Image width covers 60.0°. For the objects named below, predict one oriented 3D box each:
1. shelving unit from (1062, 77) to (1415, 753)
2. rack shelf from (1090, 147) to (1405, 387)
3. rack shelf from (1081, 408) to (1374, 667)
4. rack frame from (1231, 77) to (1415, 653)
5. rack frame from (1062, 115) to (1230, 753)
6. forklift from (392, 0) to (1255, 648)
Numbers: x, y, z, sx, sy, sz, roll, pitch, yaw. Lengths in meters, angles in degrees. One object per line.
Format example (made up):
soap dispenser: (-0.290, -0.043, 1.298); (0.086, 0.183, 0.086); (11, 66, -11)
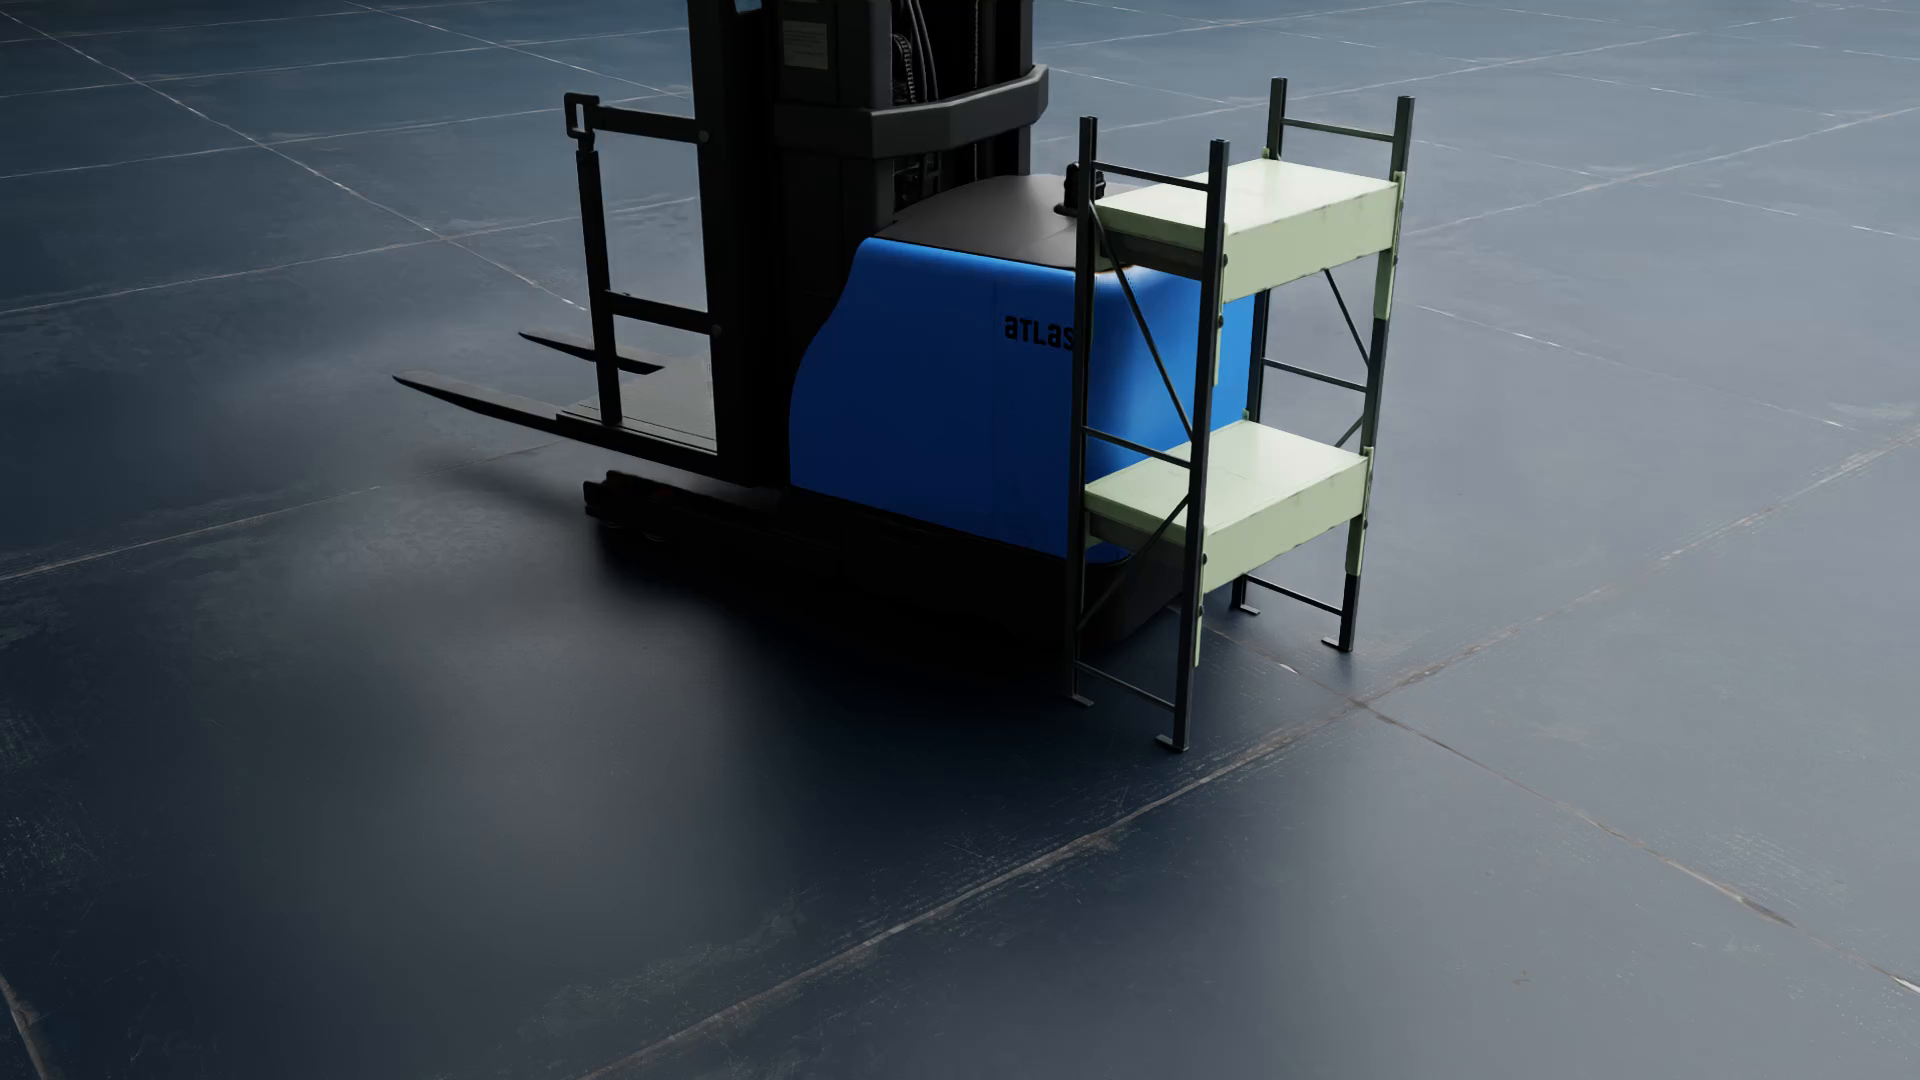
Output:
shelving unit: (0.678, -0.324, 4.166); (0.755, 1.500, 0.431); (-23, 33, -40)
rack shelf: (0.678, -0.678, 4.002); (0.720, 0.370, 0.431); (-23, 33, -40)
rack shelf: (0.678, -0.028, 4.303); (0.720, 0.370, 0.431); (-23, 33, -40)
rack frame: (0.937, -0.433, 4.400); (0.023, 1.500, 0.400); (-23, 33, -40)
rack frame: (0.418, -0.215, 3.932); (0.023, 1.500, 0.400); (-23, 33, -40)
forklift: (-0.597, -1.491, 4.981); (3.031, 2.935, 1.130); (15, 29, 29)
